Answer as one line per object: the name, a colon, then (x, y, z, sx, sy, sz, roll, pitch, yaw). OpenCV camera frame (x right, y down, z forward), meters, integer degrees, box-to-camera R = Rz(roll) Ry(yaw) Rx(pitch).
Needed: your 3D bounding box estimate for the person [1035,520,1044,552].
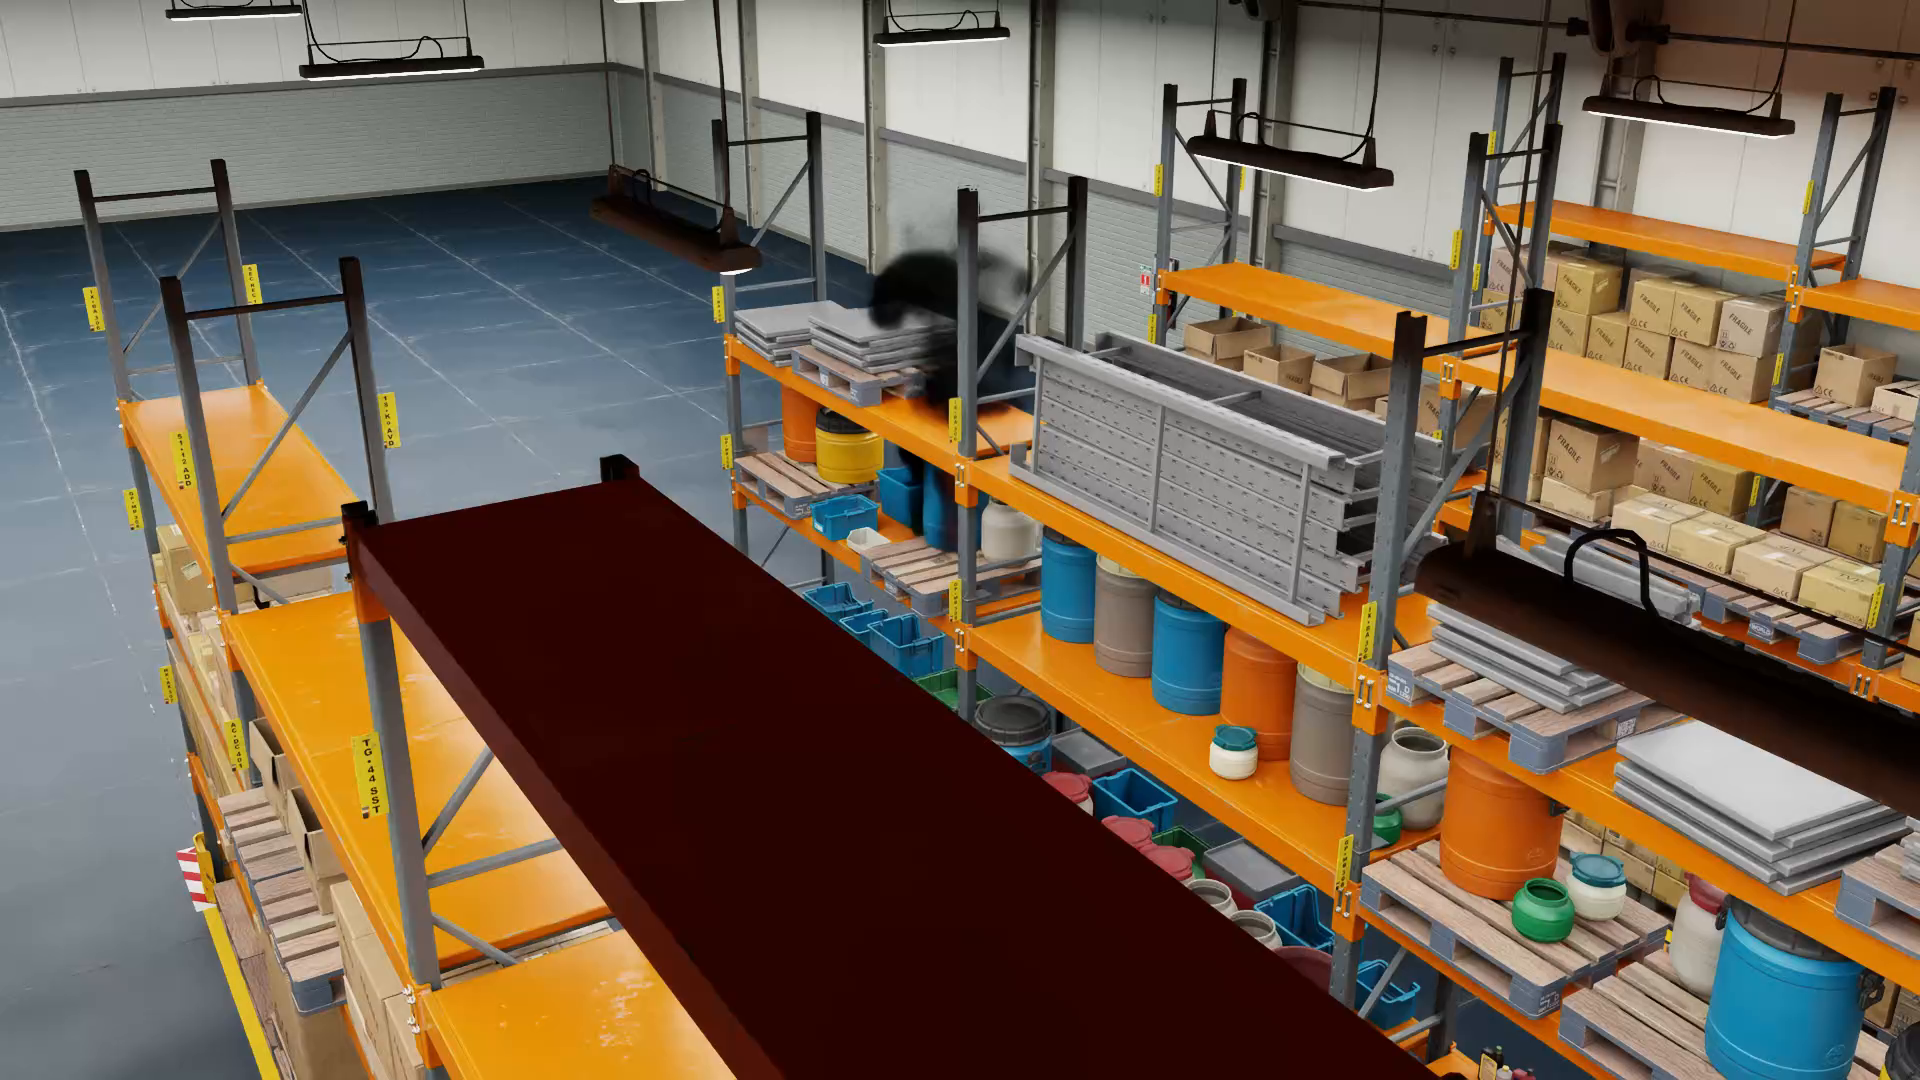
person: (1.094, -0.401, 20.051, 0.676, 1.756, 0.660, 0, 22, 1)
